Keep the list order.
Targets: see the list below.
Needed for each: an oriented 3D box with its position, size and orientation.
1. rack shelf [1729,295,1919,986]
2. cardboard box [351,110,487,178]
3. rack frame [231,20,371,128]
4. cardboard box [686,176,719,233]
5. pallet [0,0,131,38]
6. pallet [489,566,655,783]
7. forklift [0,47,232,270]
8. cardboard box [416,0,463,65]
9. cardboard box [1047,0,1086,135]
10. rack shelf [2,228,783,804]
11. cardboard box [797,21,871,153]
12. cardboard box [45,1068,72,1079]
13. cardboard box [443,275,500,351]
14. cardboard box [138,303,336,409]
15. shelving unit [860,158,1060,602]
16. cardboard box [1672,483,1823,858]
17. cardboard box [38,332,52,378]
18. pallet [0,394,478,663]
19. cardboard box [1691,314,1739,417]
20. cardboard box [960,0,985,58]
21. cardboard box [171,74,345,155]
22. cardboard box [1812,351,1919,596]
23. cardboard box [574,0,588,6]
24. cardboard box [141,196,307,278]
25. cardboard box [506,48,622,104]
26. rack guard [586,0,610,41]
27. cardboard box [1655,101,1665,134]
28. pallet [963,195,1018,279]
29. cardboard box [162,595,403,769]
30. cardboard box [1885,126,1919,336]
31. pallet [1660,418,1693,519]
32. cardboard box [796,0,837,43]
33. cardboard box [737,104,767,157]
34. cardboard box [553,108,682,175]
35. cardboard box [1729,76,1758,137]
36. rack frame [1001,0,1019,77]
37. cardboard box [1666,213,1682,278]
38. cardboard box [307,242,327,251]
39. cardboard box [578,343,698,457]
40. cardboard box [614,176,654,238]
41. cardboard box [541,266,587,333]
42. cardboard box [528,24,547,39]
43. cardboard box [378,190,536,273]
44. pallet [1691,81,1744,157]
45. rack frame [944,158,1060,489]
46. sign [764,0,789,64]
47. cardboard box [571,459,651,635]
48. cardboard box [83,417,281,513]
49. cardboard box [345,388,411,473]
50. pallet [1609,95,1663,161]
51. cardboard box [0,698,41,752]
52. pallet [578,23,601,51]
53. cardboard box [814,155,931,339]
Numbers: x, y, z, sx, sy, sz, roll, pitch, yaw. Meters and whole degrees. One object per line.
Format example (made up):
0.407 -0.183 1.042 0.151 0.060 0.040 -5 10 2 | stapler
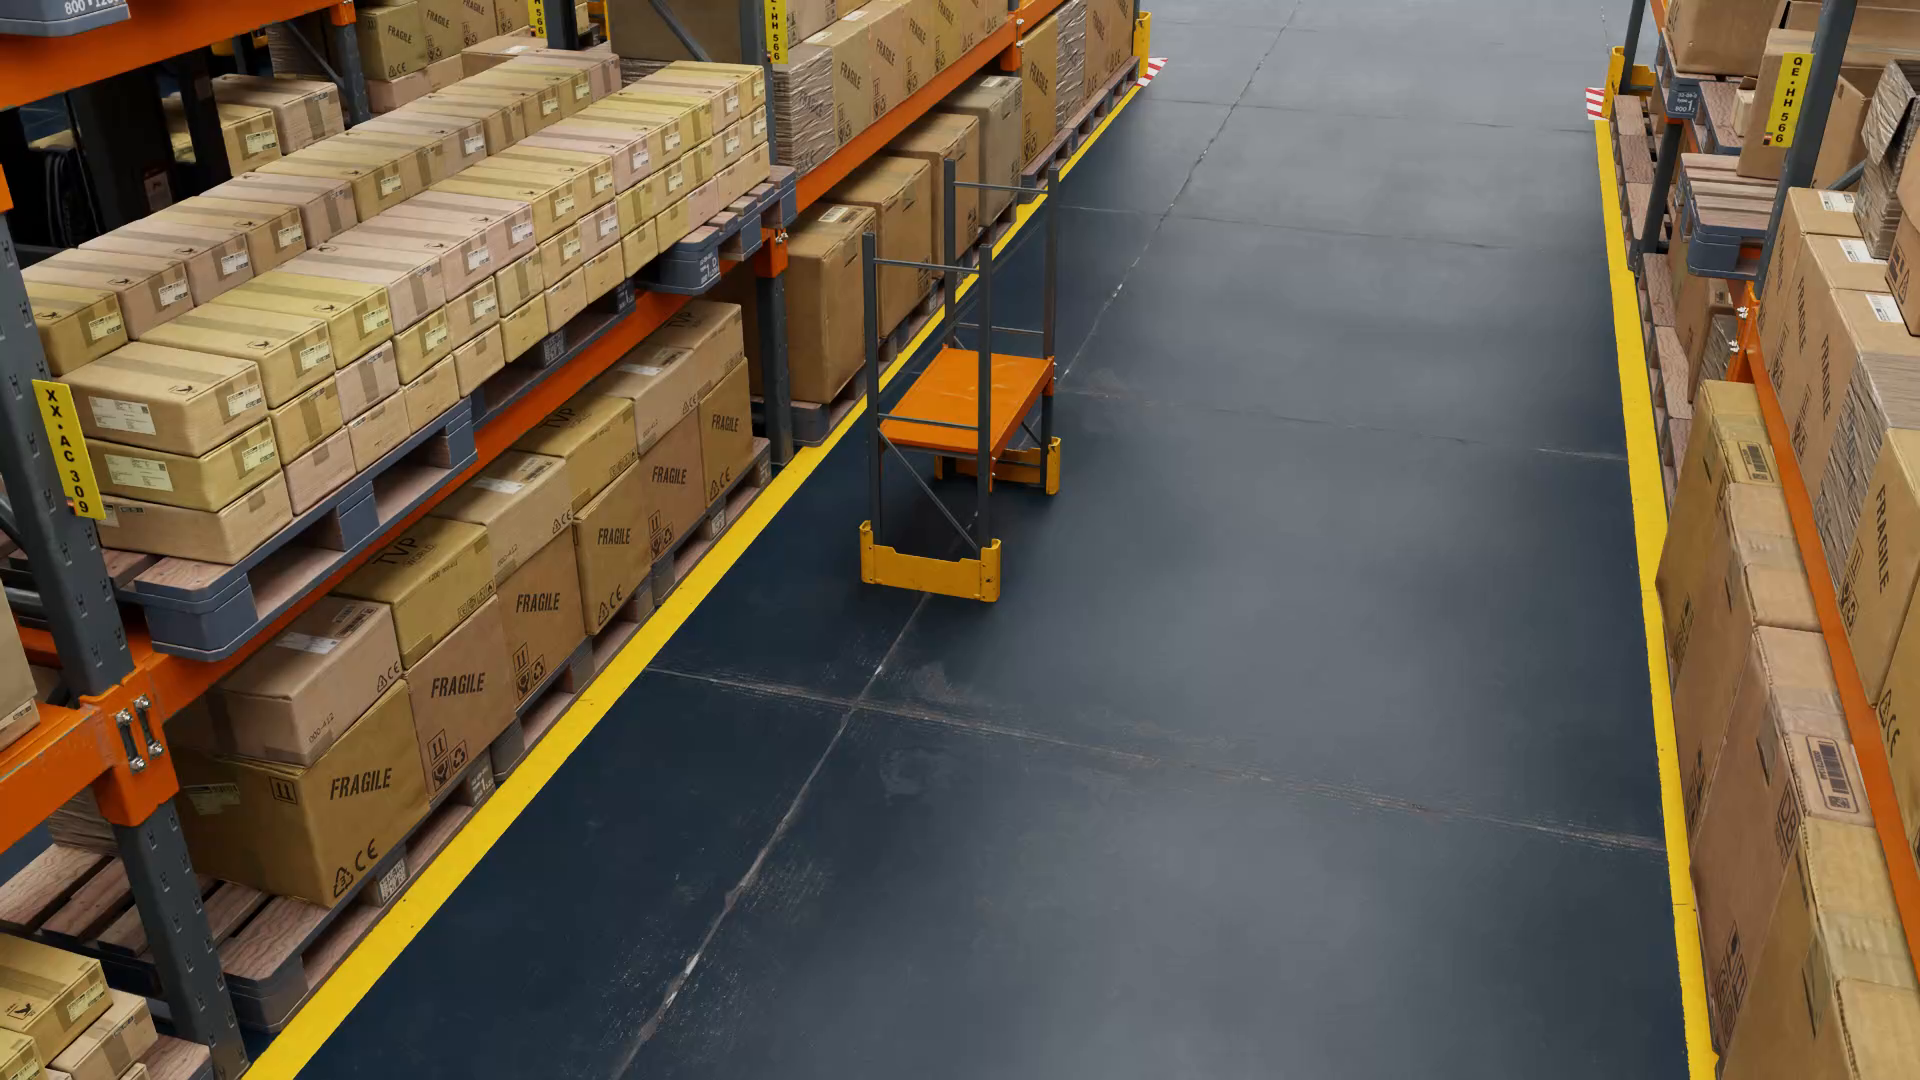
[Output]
2.835 0.250 4.455 1.077 0.370 4.000 8 30 15 | rack shelf
-1.919 -1.408 5.909 0.380 0.149 0.250 10 31 17 | cardboard box
-4.877 -4.267 11.835 1.000 3.000 0.127 8 30 15 | rack frame
-1.145 -1.293 6.315 0.380 0.149 0.250 9 30 16 | cardboard box
-2.181 -1.390 3.771 1.213 0.211 1.003 8 30 15 | pallet
-1.880 0.398 6.317 1.003 0.211 1.213 8 30 15 | pallet
-3.412 -1.565 7.047 1.130 2.935 3.031 7 30 13 | forklift
-4.300 -4.063 13.093 0.500 0.500 0.500 10 31 17 | cardboard box
0.397 -3.564 12.325 0.875 0.875 0.875 9 30 15 | cardboard box
-1.877 -0.505 5.812 1.077 0.370 4.000 8 30 15 | rack shelf
-0.753 -2.199 8.015 0.500 0.500 0.500 8 30 14 | cardboard box
-2.320 1.362 3.911 0.380 0.149 0.250 7 30 12 | cardboard box
-1.606 -0.698 4.940 0.380 0.149 0.250 10 31 17 | cardboard box
-1.832 -0.471 4.226 0.380 0.149 0.250 9 30 16 | cardboard box
0.022 -0.691 6.949 0.587 1.500 1.083 8 30 15 | shelving unit
2.931 0.482 5.052 1.225 0.875 0.875 9 30 15 | cardboard box
-2.532 -0.438 4.166 0.380 0.149 0.250 10 31 17 | cardboard box
-2.100 -0.140 4.614 1.003 0.211 1.213 8 30 15 | pallet
3.750 -0.668 7.483 0.700 0.500 0.500 6 30 11 | cardboard box
-0.161 -3.136 9.699 0.500 0.500 0.500 8 30 14 | cardboard box
-5.029 -3.058 11.933 0.950 0.372 0.625 9 30 16 | cardboard box
2.575 -0.140 4.313 0.500 0.500 0.500 9 30 15 | cardboard box
-3.689 -5.026 14.824 0.500 0.500 0.500 9 30 15 | cardboard box
-2.224 -0.918 5.030 0.380 0.149 0.250 8 30 13 | cardboard box
-1.612 -1.893 6.782 0.380 0.149 0.250 9 30 15 | cardboard box
-3.725 -4.998 15.720 1.175 0.500 0.348 8 30 15 | rack guard
5.428 -3.232 12.114 0.500 0.500 0.500 17 33 28 | cardboard box
-0.270 -2.020 10.663 1.003 0.211 1.213 8 30 15 | pallet
-1.994 0.386 4.839 0.500 0.250 0.500 7 30 13 | cardboard box
2.998 -0.836 4.533 0.797 0.503 0.637 9 30 16 | cardboard box
3.653 -0.138 7.282 1.003 0.211 1.213 8 30 15 | pallet
-1.001 -2.672 7.836 0.700 0.500 0.500 8 30 14 | cardboard box
-0.999 -1.658 6.665 0.380 0.149 0.250 9 30 16 | cardboard box
-1.223 -1.426 5.943 0.380 0.149 0.250 9 30 16 | cardboard box
3.654 -1.932 7.344 0.396 0.266 0.258 8 30 13 | cardboard box
-0.115 -3.608 10.649 1.000 3.000 0.127 8 30 15 | rack frame
4.396 -1.670 9.286 0.700 0.500 0.500 6 30 11 | cardboard box
-2.152 -0.920 5.338 0.380 0.149 0.250 9 30 15 | cardboard box
-1.377 -0.576 6.568 0.500 0.250 0.500 9 30 16 | cardboard box
-1.300 -1.179 5.805 0.380 0.149 0.250 8 30 15 | cardboard box
-1.453 -0.805 5.438 0.380 0.149 0.250 7 30 13 | cardboard box
-3.843 -4.454 14.568 0.500 0.250 0.500 9 30 15 | cardboard box
-1.530 -0.942 5.072 0.380 0.149 0.250 10 31 17 | cardboard box
3.964 -1.836 7.662 1.003 0.211 1.213 8 30 15 | pallet
0.174 -0.931 7.381 0.500 1.500 0.032 8 30 15 | rack frame
-0.768 -2.147 6.914 0.100 0.325 0.005 8 30 15 | sign
-1.528 -0.008 6.318 0.500 0.500 0.500 7 30 13 | cardboard box
-1.908 -0.211 4.064 0.380 0.149 0.250 9 30 16 | cardboard box
-1.755 -0.326 4.577 0.380 0.149 0.250 9 30 15 | cardboard box
5.476 -3.085 12.579 1.003 0.211 1.213 8 30 15 | pallet
-2.324 0.386 3.729 0.380 0.149 0.250 8 30 14 | cardboard box
-3.998 -4.499 15.121 1.003 0.211 1.213 8 30 15 | pallet
-0.771 -1.626 8.970 1.050 0.750 0.750 9 30 16 | cardboard box
